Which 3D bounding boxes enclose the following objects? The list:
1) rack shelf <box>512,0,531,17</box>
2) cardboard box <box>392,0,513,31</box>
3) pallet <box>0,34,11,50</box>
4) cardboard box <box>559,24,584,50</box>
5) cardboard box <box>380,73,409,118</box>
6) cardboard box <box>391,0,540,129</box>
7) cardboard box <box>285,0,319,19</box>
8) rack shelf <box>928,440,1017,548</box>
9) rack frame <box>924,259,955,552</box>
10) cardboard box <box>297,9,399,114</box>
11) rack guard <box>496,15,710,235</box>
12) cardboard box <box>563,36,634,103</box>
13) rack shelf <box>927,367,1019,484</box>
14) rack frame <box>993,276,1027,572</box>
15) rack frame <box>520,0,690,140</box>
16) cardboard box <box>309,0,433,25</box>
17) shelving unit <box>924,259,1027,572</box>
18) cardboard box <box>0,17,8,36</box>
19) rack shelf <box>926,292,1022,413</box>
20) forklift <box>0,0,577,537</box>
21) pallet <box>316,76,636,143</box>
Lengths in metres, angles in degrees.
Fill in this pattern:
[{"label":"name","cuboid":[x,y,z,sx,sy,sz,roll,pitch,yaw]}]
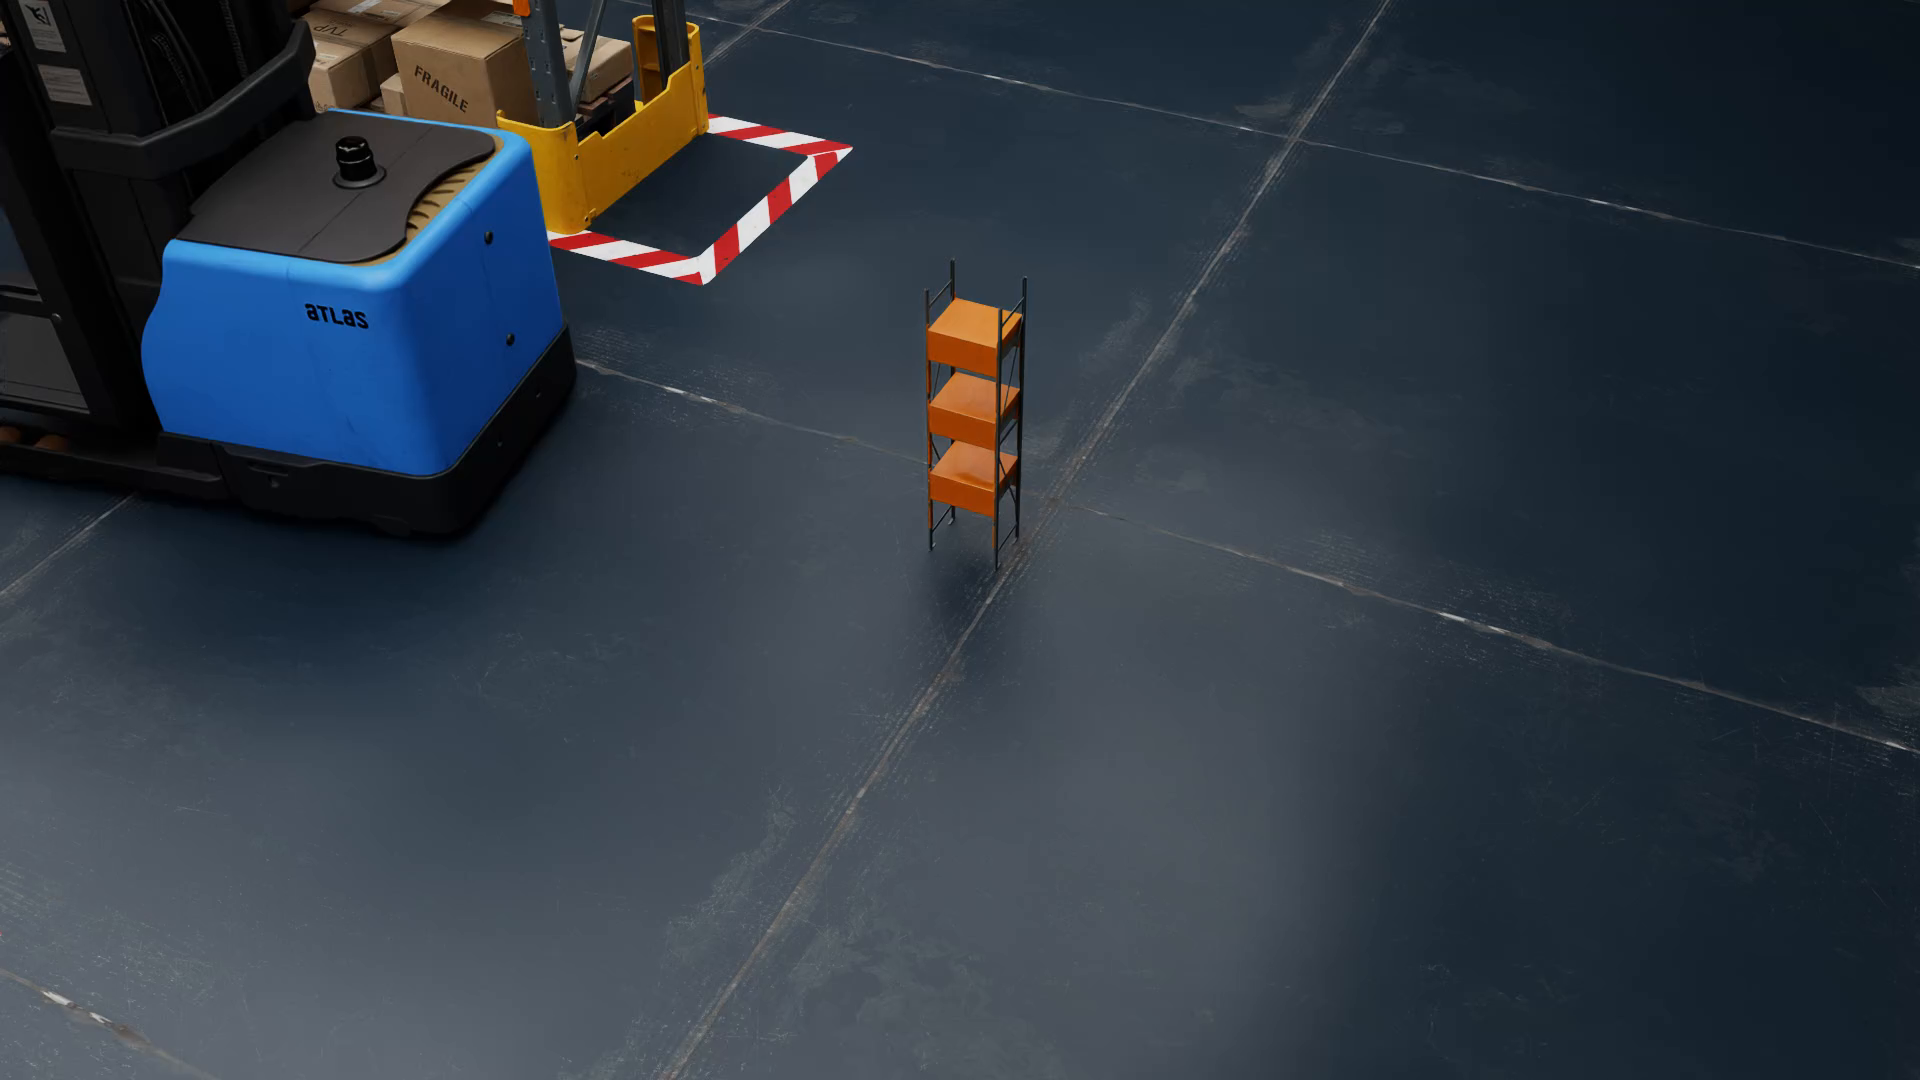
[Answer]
[{"label":"rack shelf","cuboid":[-3.338,-3.113,7.600,4.000,0.370,1.077,17,44,19]},{"label":"cardboard box","cuboid":[-2.352,-2.415,8.010,0.500,0.250,0.500,17,44,19]},{"label":"pallet","cuboid":[-4.529,-2.694,8.697,1.213,0.211,1.003,17,44,19]},{"label":"cardboard box","cuboid":[-1.987,-2.316,7.959,0.250,0.166,0.380,17,44,19]},{"label":"cardboard box","cuboid":[-2.452,-2.096,7.706,0.250,0.166,0.380,17,44,19]},{"label":"cardboard box","cuboid":[-2.123,-2.057,7.405,0.500,0.500,0.500,17,44,19]},{"label":"cardboard box","cuboid":[-3.446,-2.644,8.081,0.637,0.503,0.797,17,44,19]},{"label":"rack shelf","cuboid":[0.048,-0.164,5.578,0.240,0.259,0.215,17,44,19]},{"label":"rack frame","cuboid":[-0.062,-0.416,5.428,0.008,1.050,0.200,17,44,19]},{"label":"cardboard box","cuboid":[-2.971,-2.243,7.811,0.500,0.250,0.500,17,44,19]},{"label":"rack guard","cuboid":[-1.595,-1.907,7.569,0.348,0.500,1.175,17,44,19]},{"label":"cardboard box","cuboid":[-1.760,-2.240,7.885,0.250,0.149,0.380,17,44,19]},{"label":"rack shelf","cuboid":[0.048,-0.374,5.396,0.240,0.259,0.215,17,44,19]},{"label":"rack frame","cuboid":[0.159,-0.348,5.350,0.008,1.050,0.200,17,44,19]},{"label":"rack frame","cuboid":[-1.526,-2.831,6.726,0.127,3.000,1.000,17,44,19]},{"label":"cardboard box","cuboid":[-2.805,-2.554,8.170,0.500,0.250,0.500,17,44,19]},{"label":"shelving unit","cuboid":[0.048,-0.382,5.389,0.252,1.050,0.215,17,44,19]},{"label":"cardboard box","cuboid":[-4.862,-2.844,8.458,0.500,0.311,0.500,17,44,19]},{"label":"rack shelf","cuboid":[0.048,-0.588,5.210,0.240,0.259,0.215,17,44,19]},{"label":"forklift","cuboid":[-3.039,-1.644,5.409,3.031,2.935,1.130,10,42,11]},{"label":"pallet","cuboid":[-2.318,-2.018,7.918,1.213,0.211,1.003,17,44,19]}]
